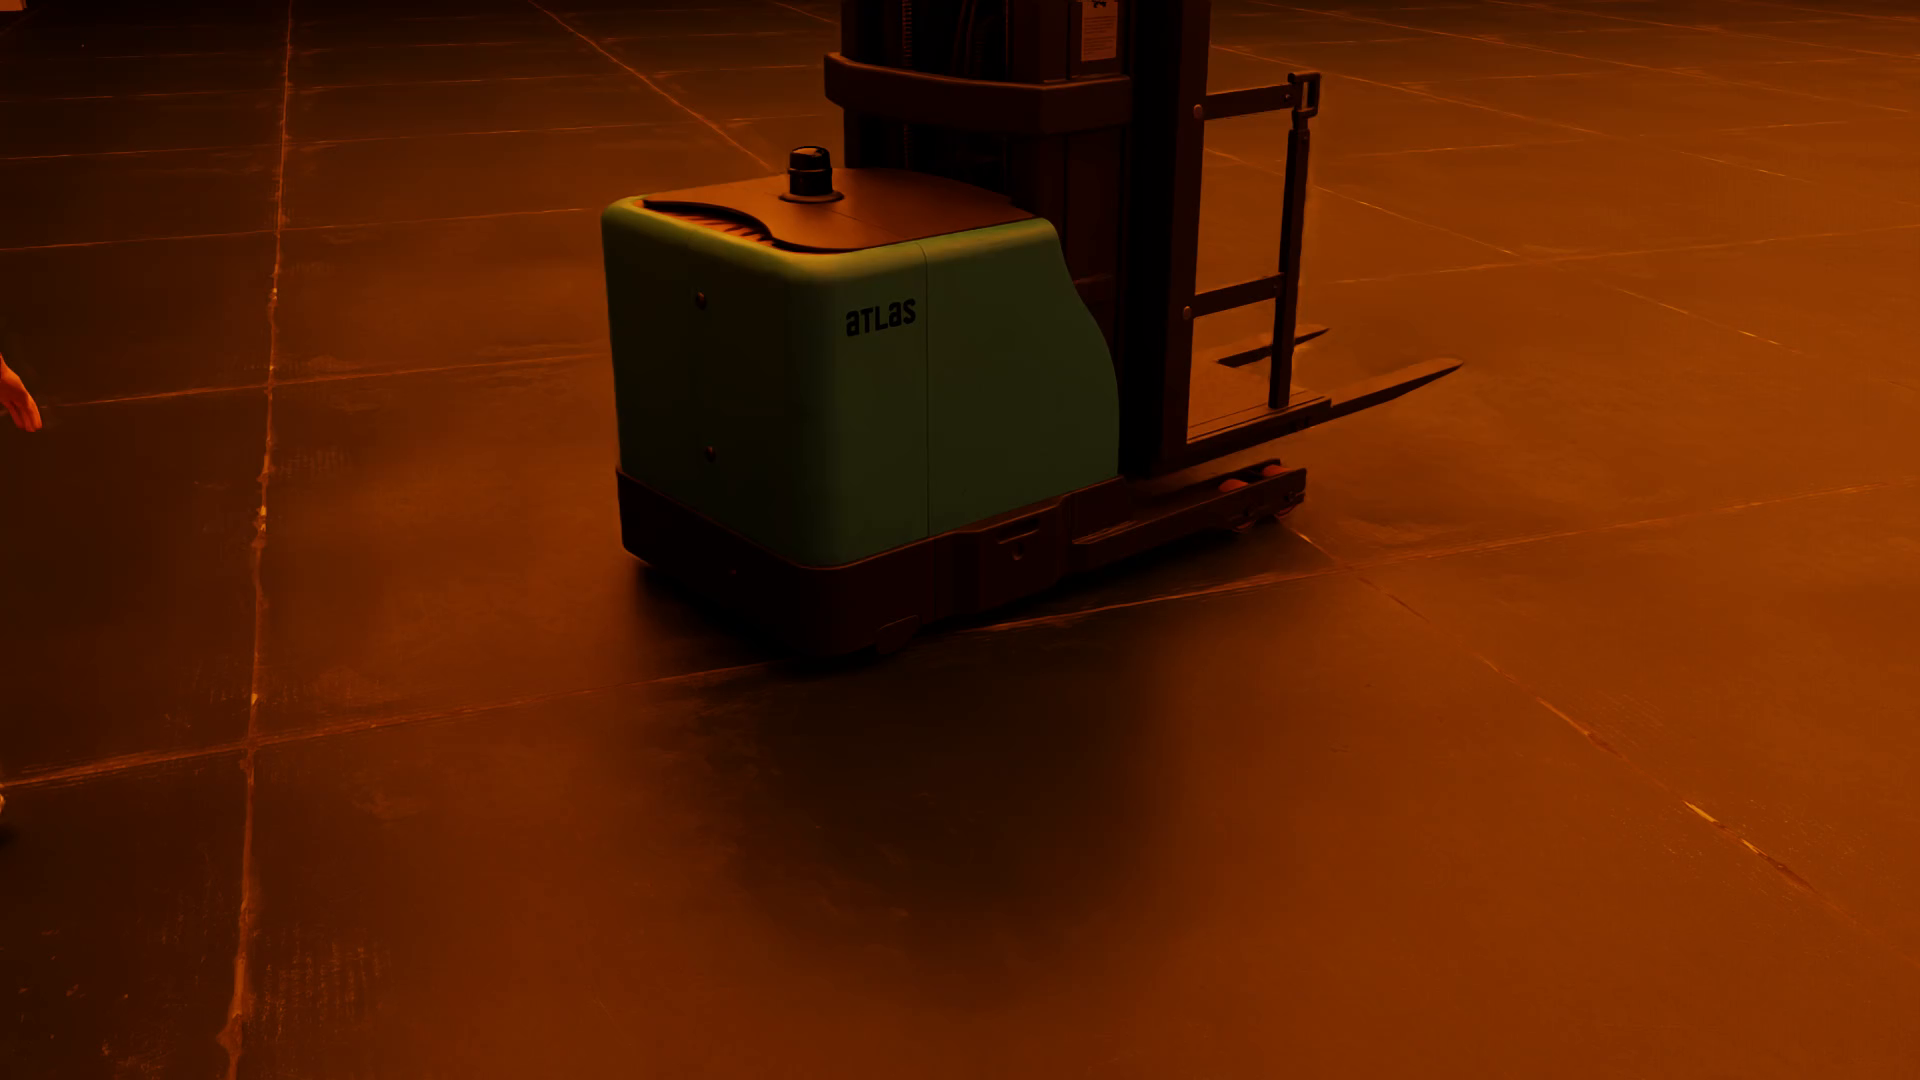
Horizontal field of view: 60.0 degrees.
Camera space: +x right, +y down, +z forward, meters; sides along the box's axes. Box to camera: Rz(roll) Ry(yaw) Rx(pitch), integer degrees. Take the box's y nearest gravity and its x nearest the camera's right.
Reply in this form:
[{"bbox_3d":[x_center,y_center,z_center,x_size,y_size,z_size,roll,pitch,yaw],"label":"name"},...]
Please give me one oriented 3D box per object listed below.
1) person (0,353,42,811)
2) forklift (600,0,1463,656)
[{"bbox_3d":[-2.430,-0.161,3.403,0.828,1.650,0.814,7,24,17],"label":"person"},{"bbox_3d":[0.460,-1.510,4.888,3.031,2.935,1.130,-18,29,-37],"label":"forklift"}]
